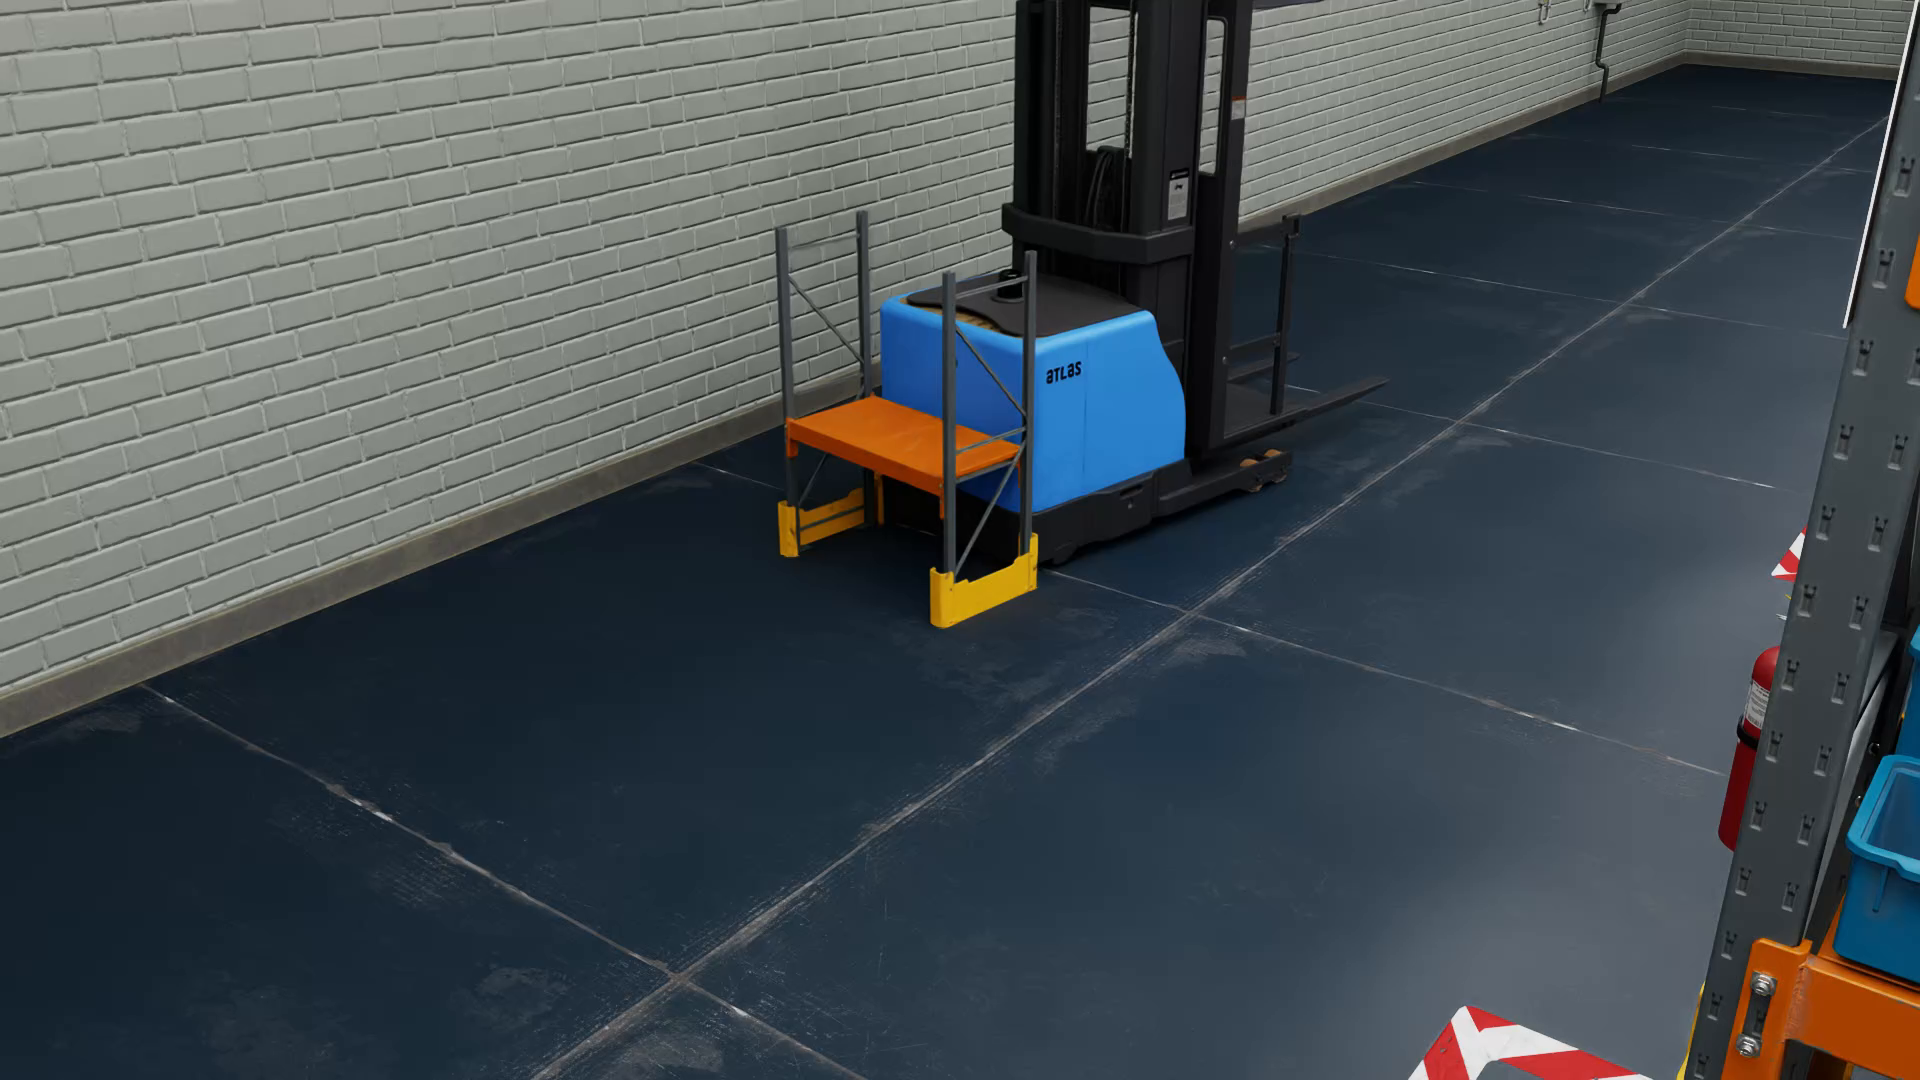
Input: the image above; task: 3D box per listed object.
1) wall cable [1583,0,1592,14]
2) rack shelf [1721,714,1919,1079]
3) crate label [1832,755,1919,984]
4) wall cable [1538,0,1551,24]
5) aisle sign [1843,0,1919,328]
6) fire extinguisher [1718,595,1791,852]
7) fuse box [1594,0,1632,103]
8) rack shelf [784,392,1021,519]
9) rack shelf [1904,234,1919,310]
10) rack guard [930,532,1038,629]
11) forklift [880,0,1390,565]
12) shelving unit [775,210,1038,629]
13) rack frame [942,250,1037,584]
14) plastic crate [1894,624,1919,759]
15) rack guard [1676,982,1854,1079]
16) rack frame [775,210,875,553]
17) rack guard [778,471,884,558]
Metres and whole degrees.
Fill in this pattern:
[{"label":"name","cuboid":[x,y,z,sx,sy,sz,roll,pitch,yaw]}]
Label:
[{"label":"wall cable","cuboid":[6.917,-6.709,17.997,0.122,1.984,0.588,17,29,33]},{"label":"rack shelf","cuboid":[3.288,1.180,2.243,4.000,0.370,1.077,17,29,33]},{"label":"crate label","cuboid":[1.688,0.583,2.841,0.303,0.233,0.416,17,29,33]},{"label":"wall cable","cuboid":[6.075,-6.263,16.946,0.123,1.953,0.585,17,29,33]},{"label":"aisle sign","cuboid":[1.452,-0.744,2.493,0.004,0.787,0.394,17,29,33]},{"label":"fire extinguisher","cuboid":[1.839,0.390,3.702,0.183,0.674,0.296,17,29,33]},{"label":"fuse box","cuboid":[7.452,-5.837,18.875,0.414,1.711,0.539,17,29,33]},{"label":"rack shelf","cuboid":[-0.237,-0.384,7.207,0.538,0.185,1.000,-22,32,-40]},{"label":"rack shelf","cuboid":[3.288,-0.192,1.638,4.000,0.370,1.077,17,29,33]},{"label":"rack guard","cuboid":[0.106,0.164,7.067,0.587,0.250,0.087,-22,32,-40]},{"label":"forklift","cuboid":[1.046,-1.716,8.009,3.031,2.935,1.130,-20,31,-38]},{"label":"shelving unit","cuboid":[-0.243,-0.551,7.140,0.587,1.500,1.083,-22,32,-40]},{"label":"rack frame","cuboid":[0.120,-0.402,6.803,0.500,1.500,0.032,-22,32,-40]},{"label":"plastic crate","cuboid":[2.067,0.345,3.129,0.499,0.435,0.616,17,29,33]},{"label":"rack guard","cuboid":[1.661,1.510,3.703,0.348,0.500,1.175,17,29,33]},{"label":"rack frame","cuboid":[-0.593,-0.694,7.466,0.500,1.500,0.032,-22,32,-40]},{"label":"rack guard","cuboid":[-0.592,-0.122,7.717,0.587,0.250,0.087,-22,32,-40]}]
